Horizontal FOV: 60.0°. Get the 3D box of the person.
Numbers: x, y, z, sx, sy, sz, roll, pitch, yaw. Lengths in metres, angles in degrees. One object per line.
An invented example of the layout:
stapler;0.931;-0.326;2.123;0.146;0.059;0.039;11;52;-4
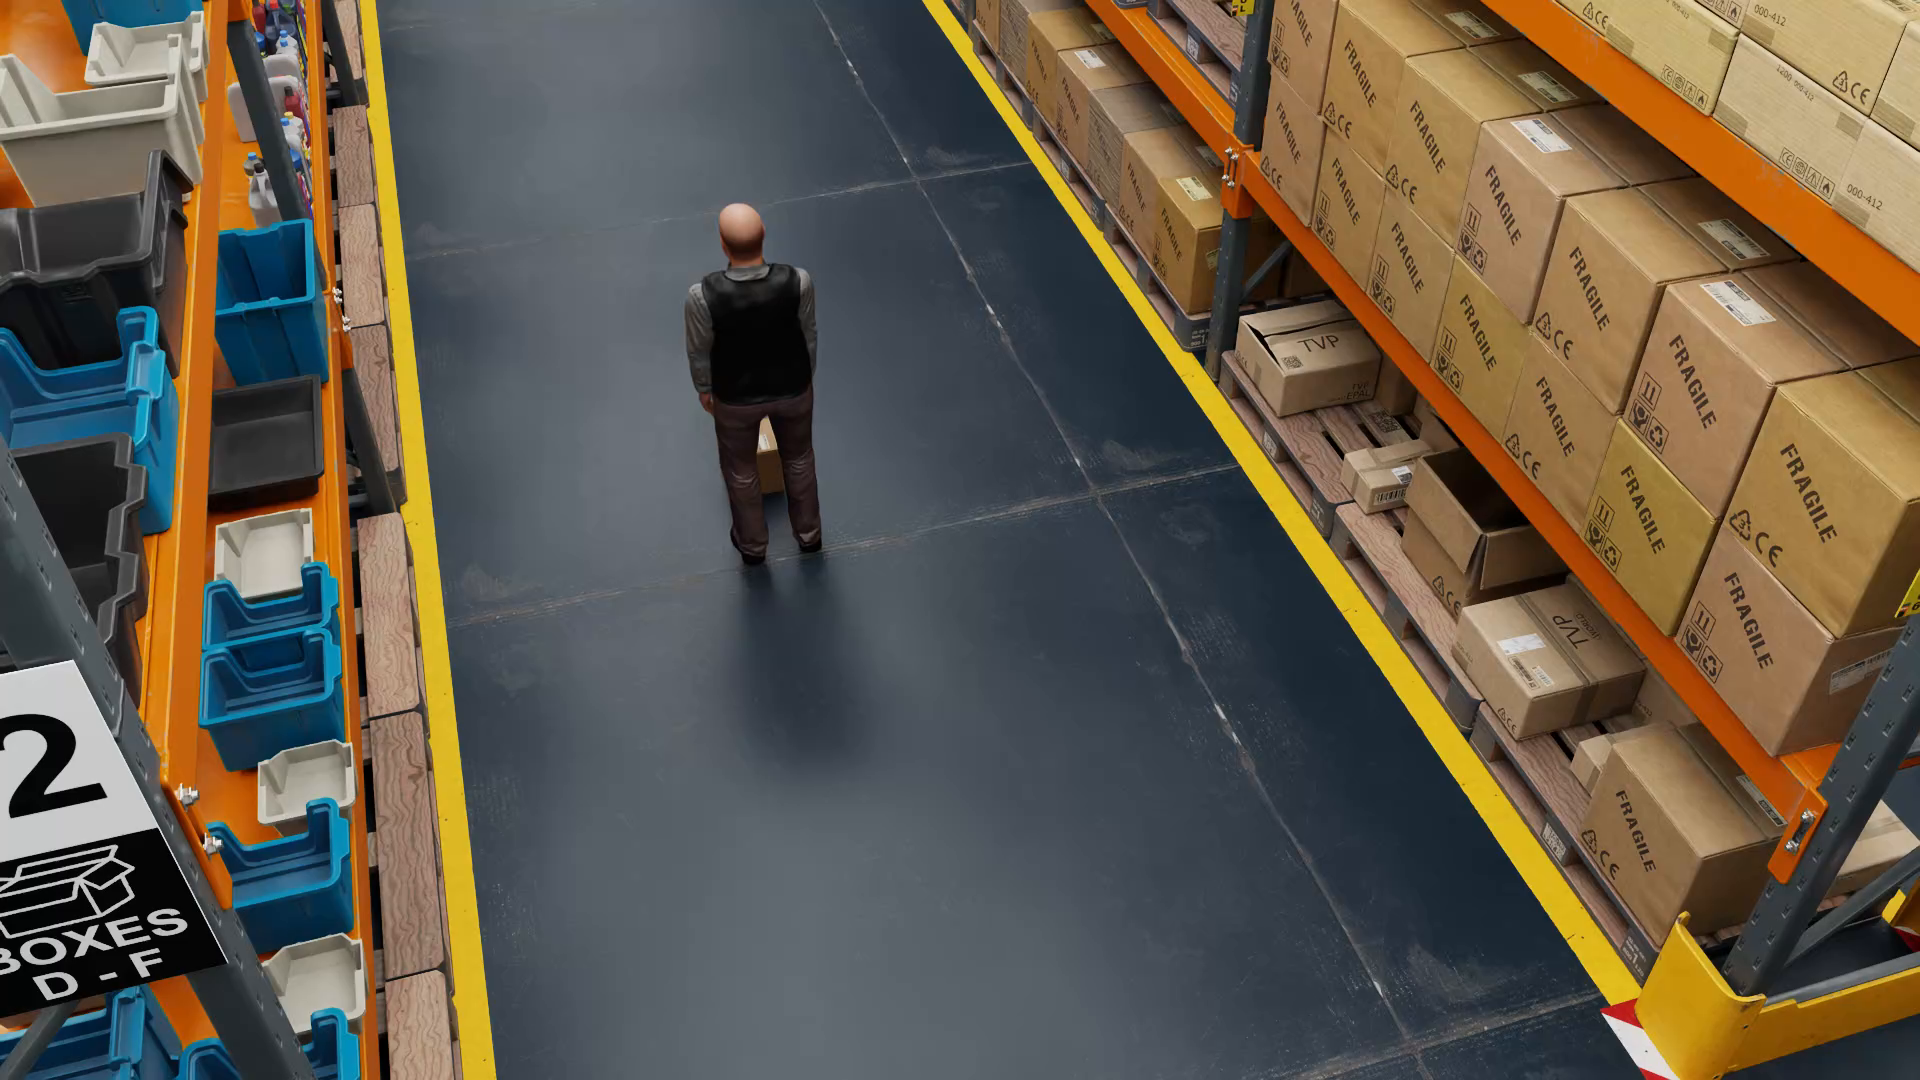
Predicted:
person;-0.842;-0.623;6.883;0.534;1.717;0.356;-11;43;-12
